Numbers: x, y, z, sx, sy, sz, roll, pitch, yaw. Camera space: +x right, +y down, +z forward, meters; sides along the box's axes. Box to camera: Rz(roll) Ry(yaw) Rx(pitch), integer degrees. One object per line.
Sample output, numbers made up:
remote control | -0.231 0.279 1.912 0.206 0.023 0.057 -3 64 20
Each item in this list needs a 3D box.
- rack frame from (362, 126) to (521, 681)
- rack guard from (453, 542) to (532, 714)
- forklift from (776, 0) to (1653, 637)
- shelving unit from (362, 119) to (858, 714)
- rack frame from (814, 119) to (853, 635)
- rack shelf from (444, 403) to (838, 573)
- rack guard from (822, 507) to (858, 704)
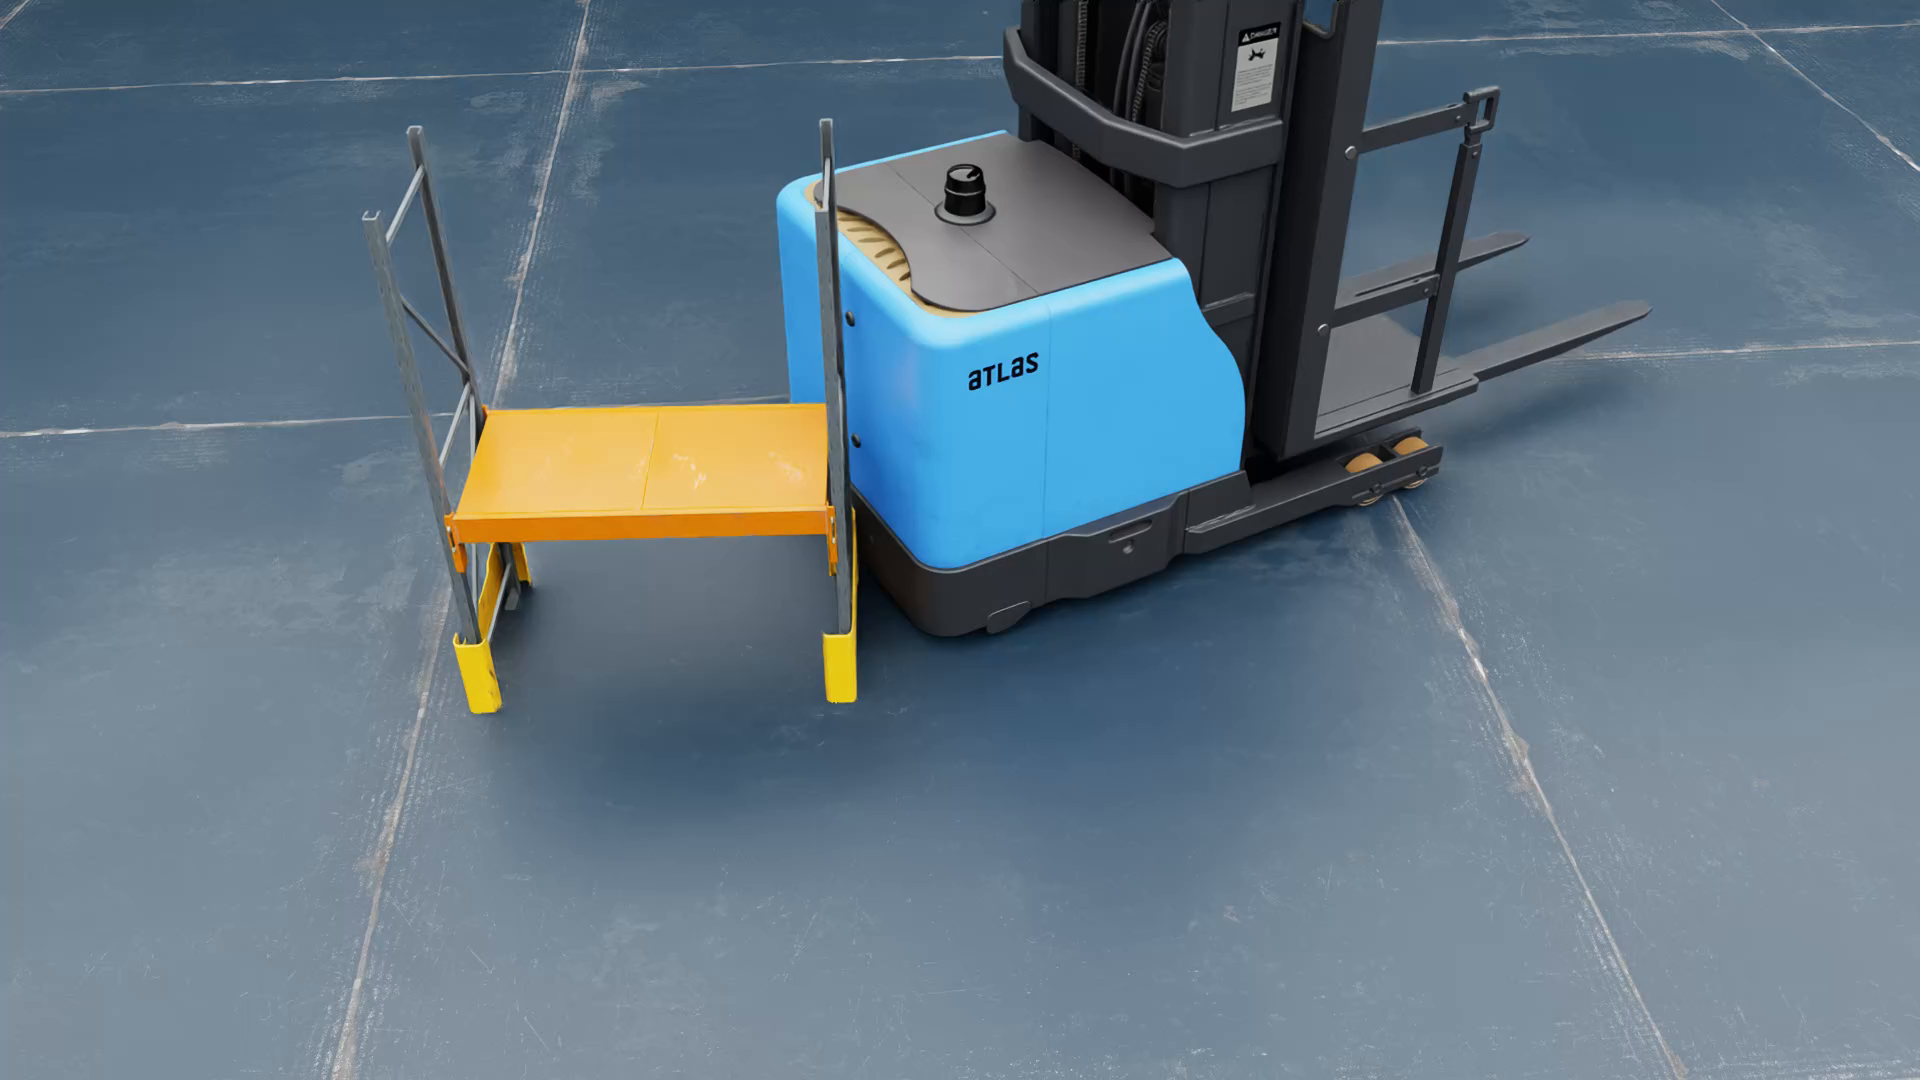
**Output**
rack frame | -1.341 -0.287 4.402 0.032 1.500 0.500 -1 38 -2
rack guard | -1.340 0.204 4.790 0.087 0.250 0.587 -1 38 -2
forklift | 0.991 -1.530 4.823 3.031 2.935 1.130 -19 42 -22
shelving unit | -0.842 -0.299 4.418 1.083 1.500 0.587 -1 38 -2
rack frame | -0.325 -0.312 4.435 0.032 1.500 0.500 -1 38 -2
rack shelf | -0.833 -0.158 4.530 1.000 0.185 0.538 -1 38 -2
rack guard | -0.345 0.179 4.821 0.087 0.250 0.587 -1 38 -2
